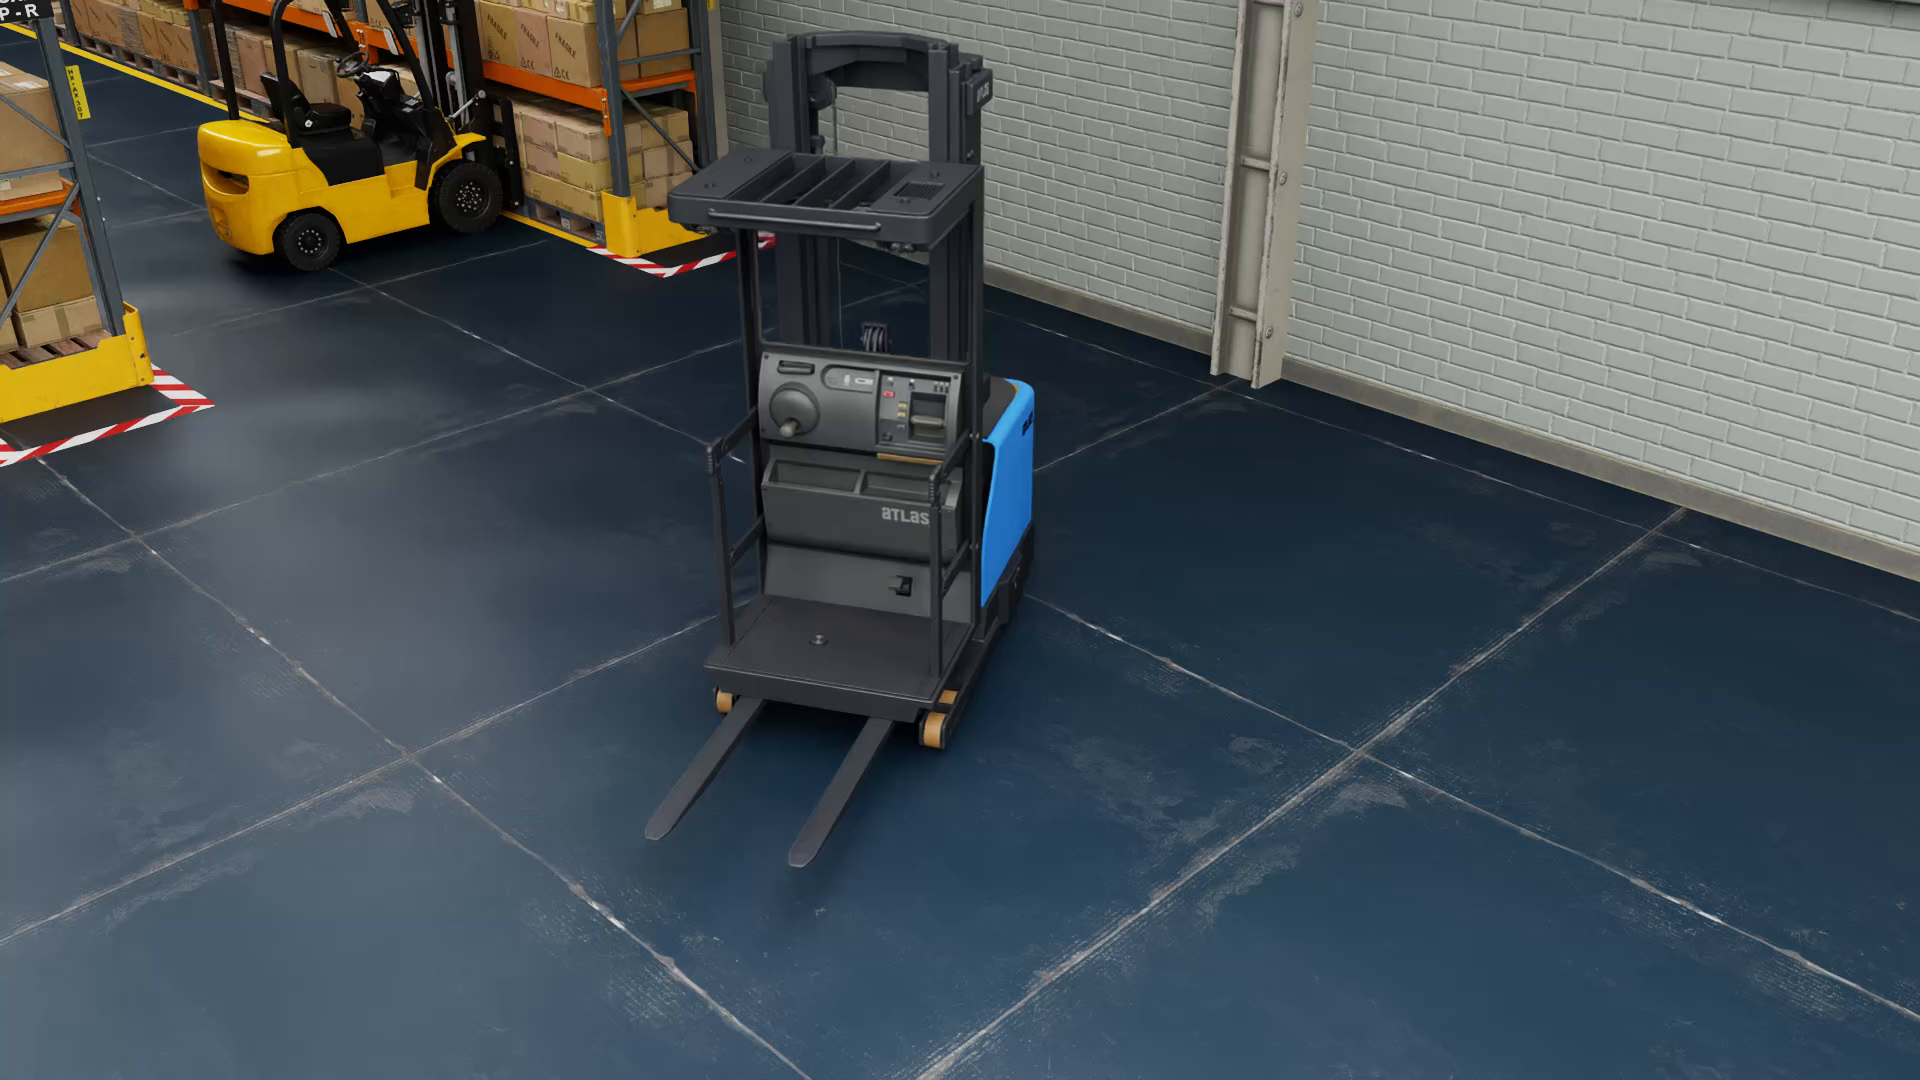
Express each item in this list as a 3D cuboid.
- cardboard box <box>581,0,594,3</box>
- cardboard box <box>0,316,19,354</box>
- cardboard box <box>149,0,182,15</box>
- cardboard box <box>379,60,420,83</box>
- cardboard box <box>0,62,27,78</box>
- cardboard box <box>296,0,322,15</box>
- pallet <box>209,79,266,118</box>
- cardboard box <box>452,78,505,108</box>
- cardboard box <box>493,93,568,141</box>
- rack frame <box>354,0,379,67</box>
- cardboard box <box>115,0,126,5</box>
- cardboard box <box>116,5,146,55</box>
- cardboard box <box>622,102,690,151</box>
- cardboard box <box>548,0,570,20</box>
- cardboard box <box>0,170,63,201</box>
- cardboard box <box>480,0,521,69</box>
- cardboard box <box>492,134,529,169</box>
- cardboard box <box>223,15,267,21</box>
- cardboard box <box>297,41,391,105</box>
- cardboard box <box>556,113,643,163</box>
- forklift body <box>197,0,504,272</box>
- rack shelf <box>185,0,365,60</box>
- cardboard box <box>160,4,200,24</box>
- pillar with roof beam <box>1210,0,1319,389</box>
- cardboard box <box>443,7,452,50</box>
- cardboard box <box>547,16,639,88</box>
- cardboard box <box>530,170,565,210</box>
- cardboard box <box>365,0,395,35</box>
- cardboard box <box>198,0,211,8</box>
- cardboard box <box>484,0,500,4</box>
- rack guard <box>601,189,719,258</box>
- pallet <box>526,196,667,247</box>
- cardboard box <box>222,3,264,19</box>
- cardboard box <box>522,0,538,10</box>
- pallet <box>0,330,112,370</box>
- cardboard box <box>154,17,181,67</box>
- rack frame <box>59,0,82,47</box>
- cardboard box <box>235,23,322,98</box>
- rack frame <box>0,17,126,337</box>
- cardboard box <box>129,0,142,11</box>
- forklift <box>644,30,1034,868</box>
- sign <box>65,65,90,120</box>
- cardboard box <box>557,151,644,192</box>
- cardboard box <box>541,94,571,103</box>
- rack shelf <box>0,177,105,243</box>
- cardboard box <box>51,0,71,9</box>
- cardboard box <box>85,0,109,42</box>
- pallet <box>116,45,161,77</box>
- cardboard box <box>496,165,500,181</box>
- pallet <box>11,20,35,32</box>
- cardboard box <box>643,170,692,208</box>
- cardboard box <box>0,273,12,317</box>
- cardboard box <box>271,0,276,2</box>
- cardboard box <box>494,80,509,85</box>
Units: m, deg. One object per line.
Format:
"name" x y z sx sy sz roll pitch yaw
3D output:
"cardboard box" -2.853 -4.401 13.273 0.250 0.149 0.380 25 36 38
"cardboard box" -6.709 -1.394 11.181 0.500 0.250 0.500 24 36 38
"cardboard box" -9.214 -6.226 19.404 0.380 0.149 0.250 -24 36 -38
"cardboard box" -5.177 -4.346 15.720 0.500 0.250 0.500 24 36 38
"cardboard box" -6.442 -2.833 10.988 0.500 0.500 0.500 -24 36 -38
"cardboard box" -6.207 -5.370 16.400 0.500 0.250 0.500 24 36 38
"pallet" -7.595 -4.986 18.505 1.213 0.211 1.003 25 36 38
"cardboard box" -4.457 -4.017 15.095 0.500 0.250 0.500 -24 36 -38
"cardboard box" -3.732 -3.675 14.445 0.500 0.250 0.500 -25 37 -39
"rack frame" -5.302 -5.196 15.909 0.127 3.000 1.000 25 36 38
"cardboard box" -9.962 -6.562 20.045 0.380 0.149 0.250 -24 36 -37
"cardboard box" -9.715 -6.147 19.953 0.500 0.500 0.500 23 35 37
"cardboard box" -2.660 -3.522 14.154 0.500 0.250 0.500 24 36 38
"cardboard box" -3.097 -4.316 13.431 0.380 0.149 0.250 -25 36 -38
"cardboard box" -6.024 -2.311 10.692 0.250 0.149 0.380 25 37 39
"cardboard box" -3.714 -4.348 14.189 0.500 0.500 0.500 24 36 37
"cardboard box" -3.749 -3.465 14.583 0.500 0.250 0.500 24 36 37
"cardboard box" -8.258 -5.811 19.314 0.500 0.500 0.500 -24 36 -37
"cardboard box" -6.230 -4.753 17.167 0.625 0.625 0.875 24 36 38
"cardboard box" -2.997 -3.349 13.825 0.500 0.250 0.500 -24 36 -38
"forklift body" -5.081 -3.529 13.650 1.214 2.155 2.313 25 36 38
"rack shelf" -6.728 -5.530 17.317 4.000 0.370 1.077 25 36 38
"cardboard box" -8.901 -6.024 19.021 0.250 0.149 0.380 22 35 36
"pillar with roof beam" -1.054 -3.686 6.591 0.400 9.000 9.100 25 36 38
"cardboard box" -4.424 -4.680 14.819 0.500 0.500 0.500 24 36 38
"cardboard box" -2.985 -4.009 13.543 0.500 0.500 0.500 24 36 37
"cardboard box" -3.354 -3.074 14.376 0.500 0.250 0.500 25 36 38
"cardboard box" -5.169 -5.009 15.446 0.500 0.500 0.500 23 36 37
"cardboard box" -8.712 -6.292 19.530 0.380 0.149 0.250 -25 37 -39
"cardboard box" -3.825 -4.653 14.071 0.250 0.149 0.380 25 37 39
"rack guard" -2.433 -2.777 13.994 0.348 0.500 1.175 25 36 38
"pallet" -3.025 -2.892 14.524 1.213 0.211 1.003 25 36 38
"cardboard box" -8.308 -6.142 19.244 0.380 0.149 0.250 -23 35 -37
"cardboard box" -3.407 -4.506 13.791 0.250 0.149 0.380 24 36 38
"pallet" -6.536 -1.310 11.514 1.213 0.211 1.003 25 36 38
"cardboard box" -8.956 -5.814 19.319 0.500 0.500 0.500 24 36 38
"rack frame" -11.007 -7.806 20.873 0.127 3.000 1.000 25 36 38
"cardboard box" -7.248 -5.217 18.050 0.875 0.625 0.625 -24 36 -38
"rack frame" -5.927 -2.242 10.292 0.127 3.000 1.000 25 36 38
"cardboard box" -9.610 -6.387 19.711 0.250 0.149 0.380 23 35 36
"forklift" -0.505 -0.563 7.172 1.130 2.935 3.031 8 29 14
"sign" -5.547 -2.806 10.433 0.005 0.325 0.100 25 36 38
"cardboard box" -3.016 -3.136 13.957 0.500 0.250 0.500 24 36 38
"cardboard box" -3.368 -3.851 14.779 0.500 0.250 0.500 24 36 38
"rack shelf" -7.353 -2.577 11.700 4.000 0.370 1.077 25 36 38
"cardboard box" -11.864 -6.983 21.794 0.396 0.266 0.258 -24 36 -37
"cardboard box" -10.433 -6.483 20.591 0.500 0.500 0.500 24 36 38
"pallet" -9.526 -5.921 20.284 1.213 0.211 1.003 25 36 38
"cardboard box" -4.091 -3.402 15.000 0.500 0.250 0.500 -24 36 -38
"pallet" -12.370 -7.195 22.706 1.213 0.211 1.003 25 36 38
"cardboard box" -2.663 -3.085 14.397 0.500 0.250 0.500 25 37 39
"cardboard box" -6.681 -1.718 10.992 0.500 0.500 0.500 25 37 39
"cardboard box" -6.913 -5.708 17.043 0.500 0.250 0.500 -24 36 -38
"cardboard box" -4.093 -4.181 15.408 0.500 0.250 0.500 25 37 39
